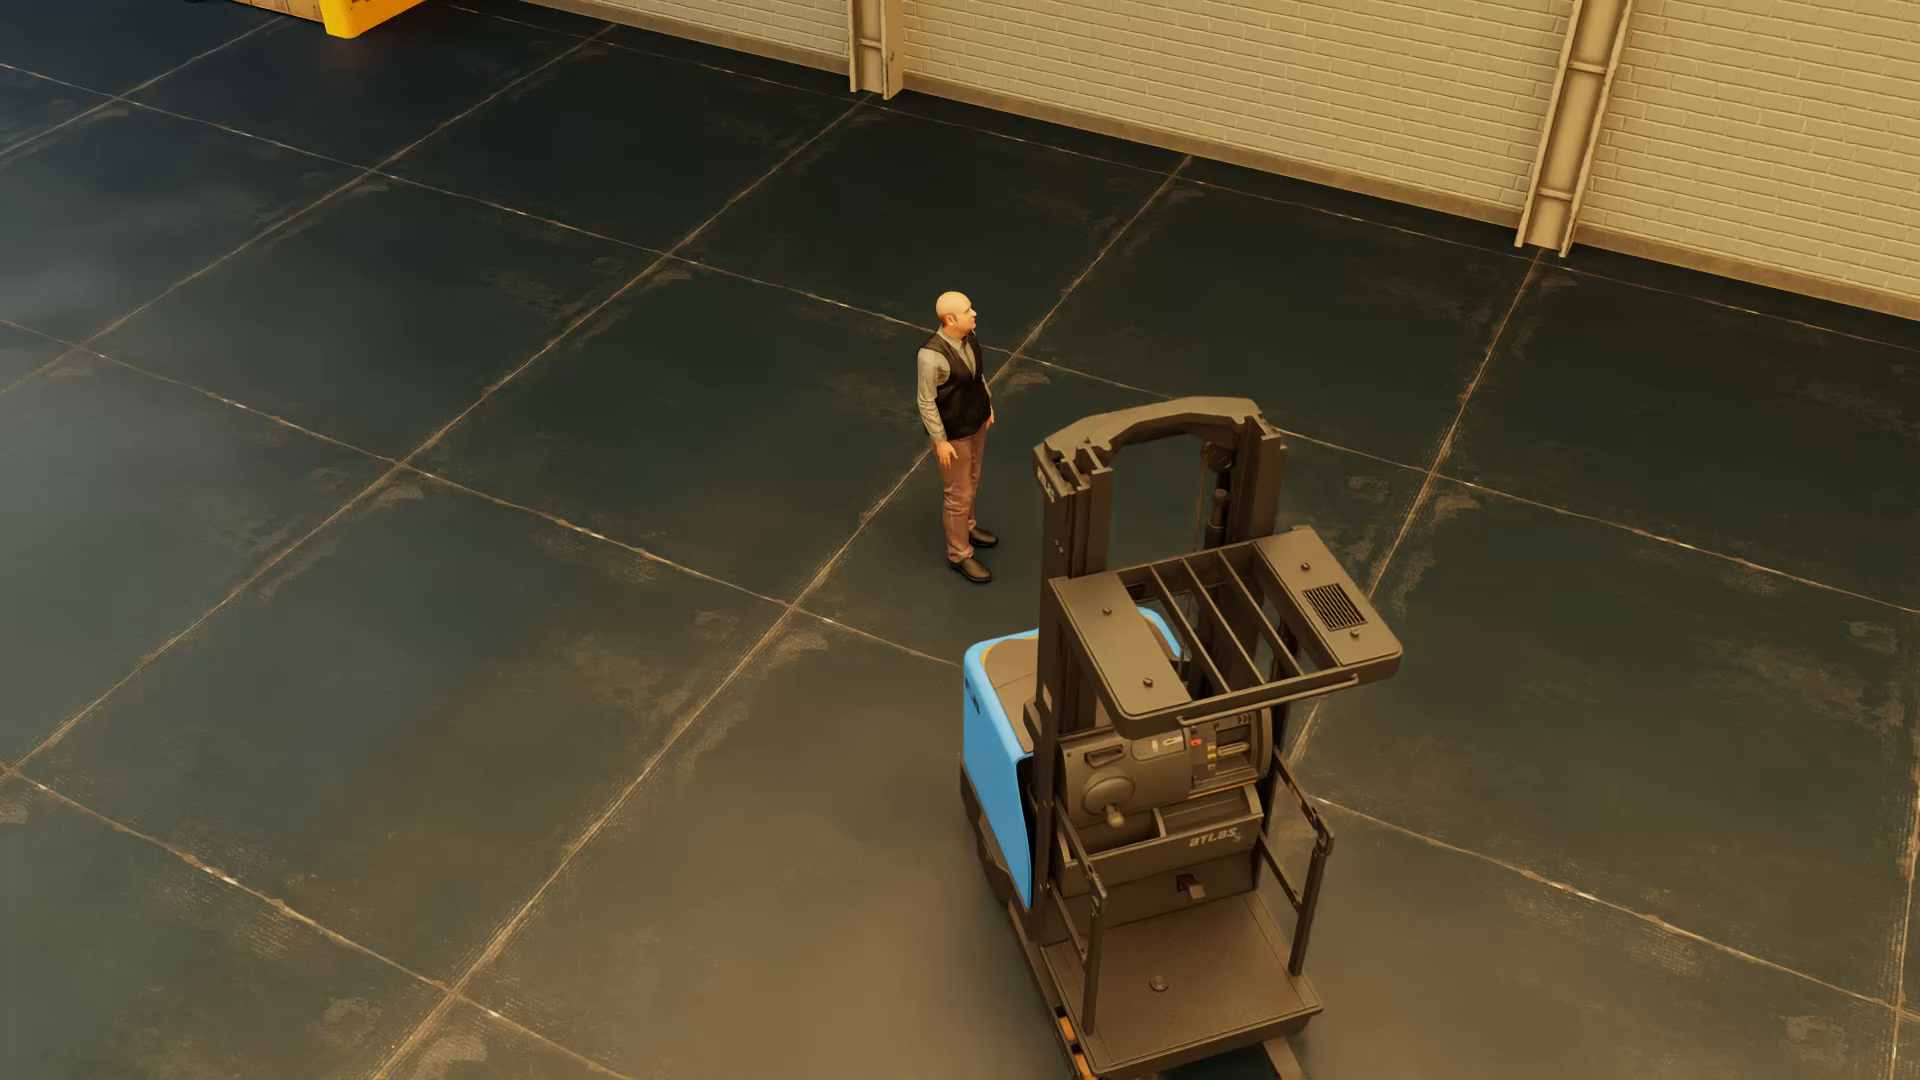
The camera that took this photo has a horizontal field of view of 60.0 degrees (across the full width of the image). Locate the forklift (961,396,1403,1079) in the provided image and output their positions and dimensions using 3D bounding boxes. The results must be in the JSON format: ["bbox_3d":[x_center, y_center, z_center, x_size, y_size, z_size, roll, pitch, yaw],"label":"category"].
[{"bbox_3d":[0.939,1.013,6.783,1.130,2.935,3.031,-12,41,-14],"label":"forklift"}]

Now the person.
[{"bbox_3d":[0.051,-0.641,9.675,0.568,1.720,0.632,18,43,21],"label":"person"}]
